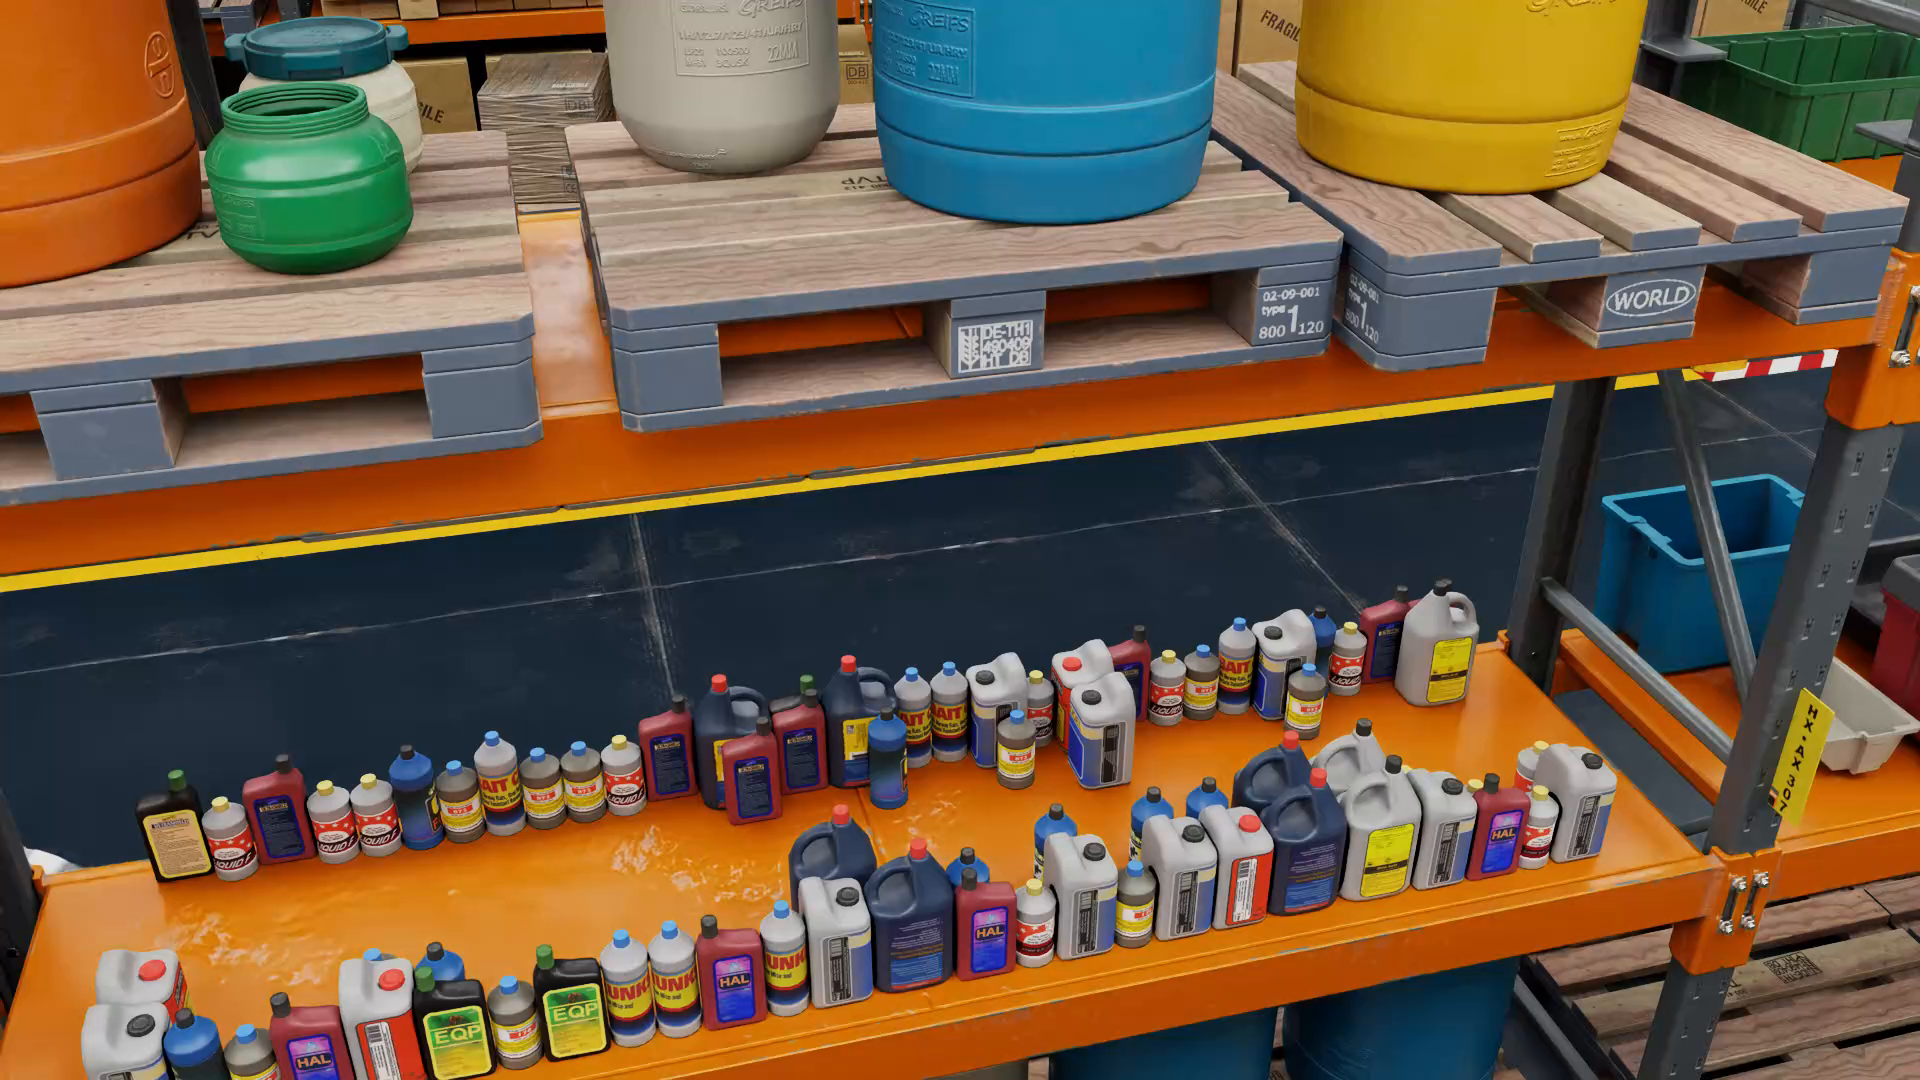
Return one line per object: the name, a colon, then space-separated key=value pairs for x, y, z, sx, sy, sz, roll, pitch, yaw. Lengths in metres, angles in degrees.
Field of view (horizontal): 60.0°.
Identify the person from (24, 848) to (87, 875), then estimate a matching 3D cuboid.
person: x=-3.044 y=0.709 z=4.866 sx=0.929 sy=1.757 sz=0.583 roll=-4 pitch=30 yaw=-8
